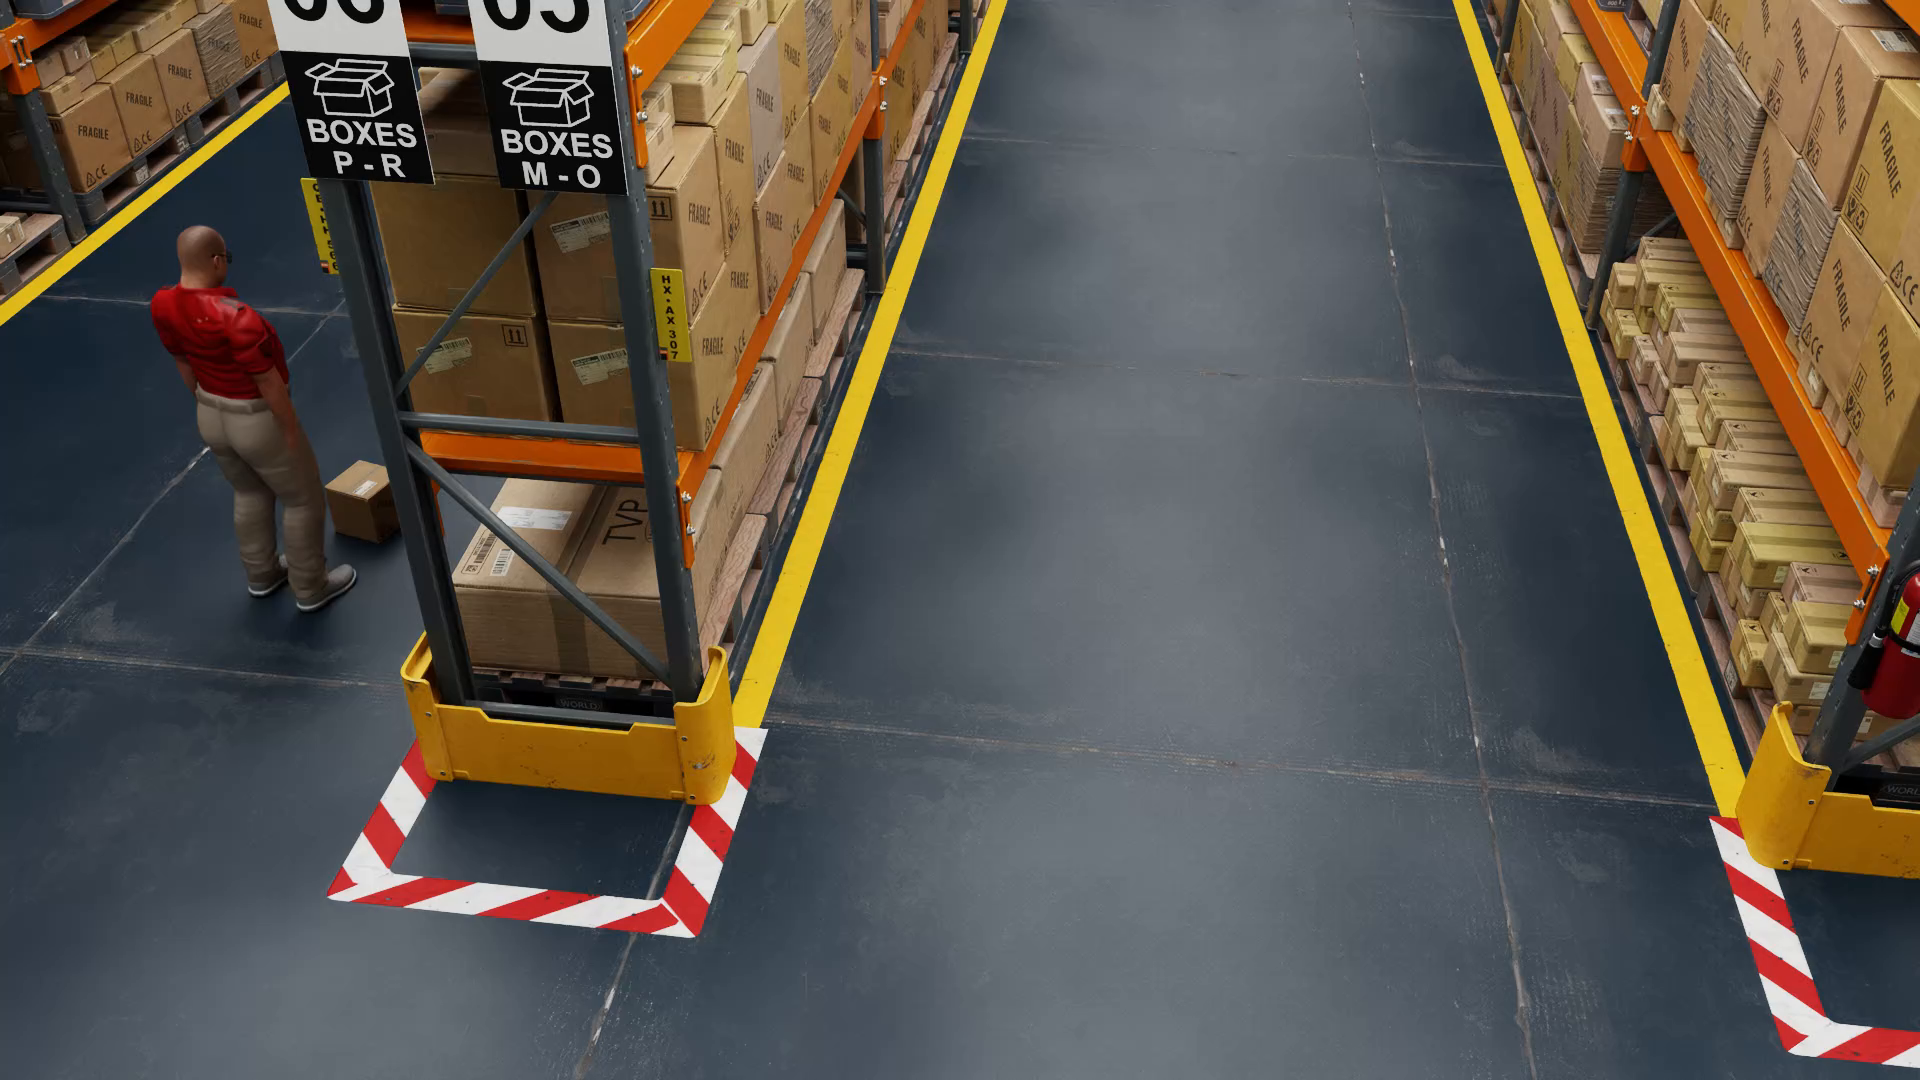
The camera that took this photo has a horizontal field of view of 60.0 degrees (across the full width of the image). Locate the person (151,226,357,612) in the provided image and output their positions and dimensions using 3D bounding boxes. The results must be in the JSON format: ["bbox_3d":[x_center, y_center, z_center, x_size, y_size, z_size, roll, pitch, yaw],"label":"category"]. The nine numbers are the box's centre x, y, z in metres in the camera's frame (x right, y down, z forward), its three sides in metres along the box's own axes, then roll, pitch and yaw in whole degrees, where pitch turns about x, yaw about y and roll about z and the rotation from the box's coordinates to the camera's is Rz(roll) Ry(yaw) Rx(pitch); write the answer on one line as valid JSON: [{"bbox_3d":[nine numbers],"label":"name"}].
[{"bbox_3d":[-2.929,-0.493,6.856,0.532,1.719,0.357,15,38,19],"label":"person"}]
